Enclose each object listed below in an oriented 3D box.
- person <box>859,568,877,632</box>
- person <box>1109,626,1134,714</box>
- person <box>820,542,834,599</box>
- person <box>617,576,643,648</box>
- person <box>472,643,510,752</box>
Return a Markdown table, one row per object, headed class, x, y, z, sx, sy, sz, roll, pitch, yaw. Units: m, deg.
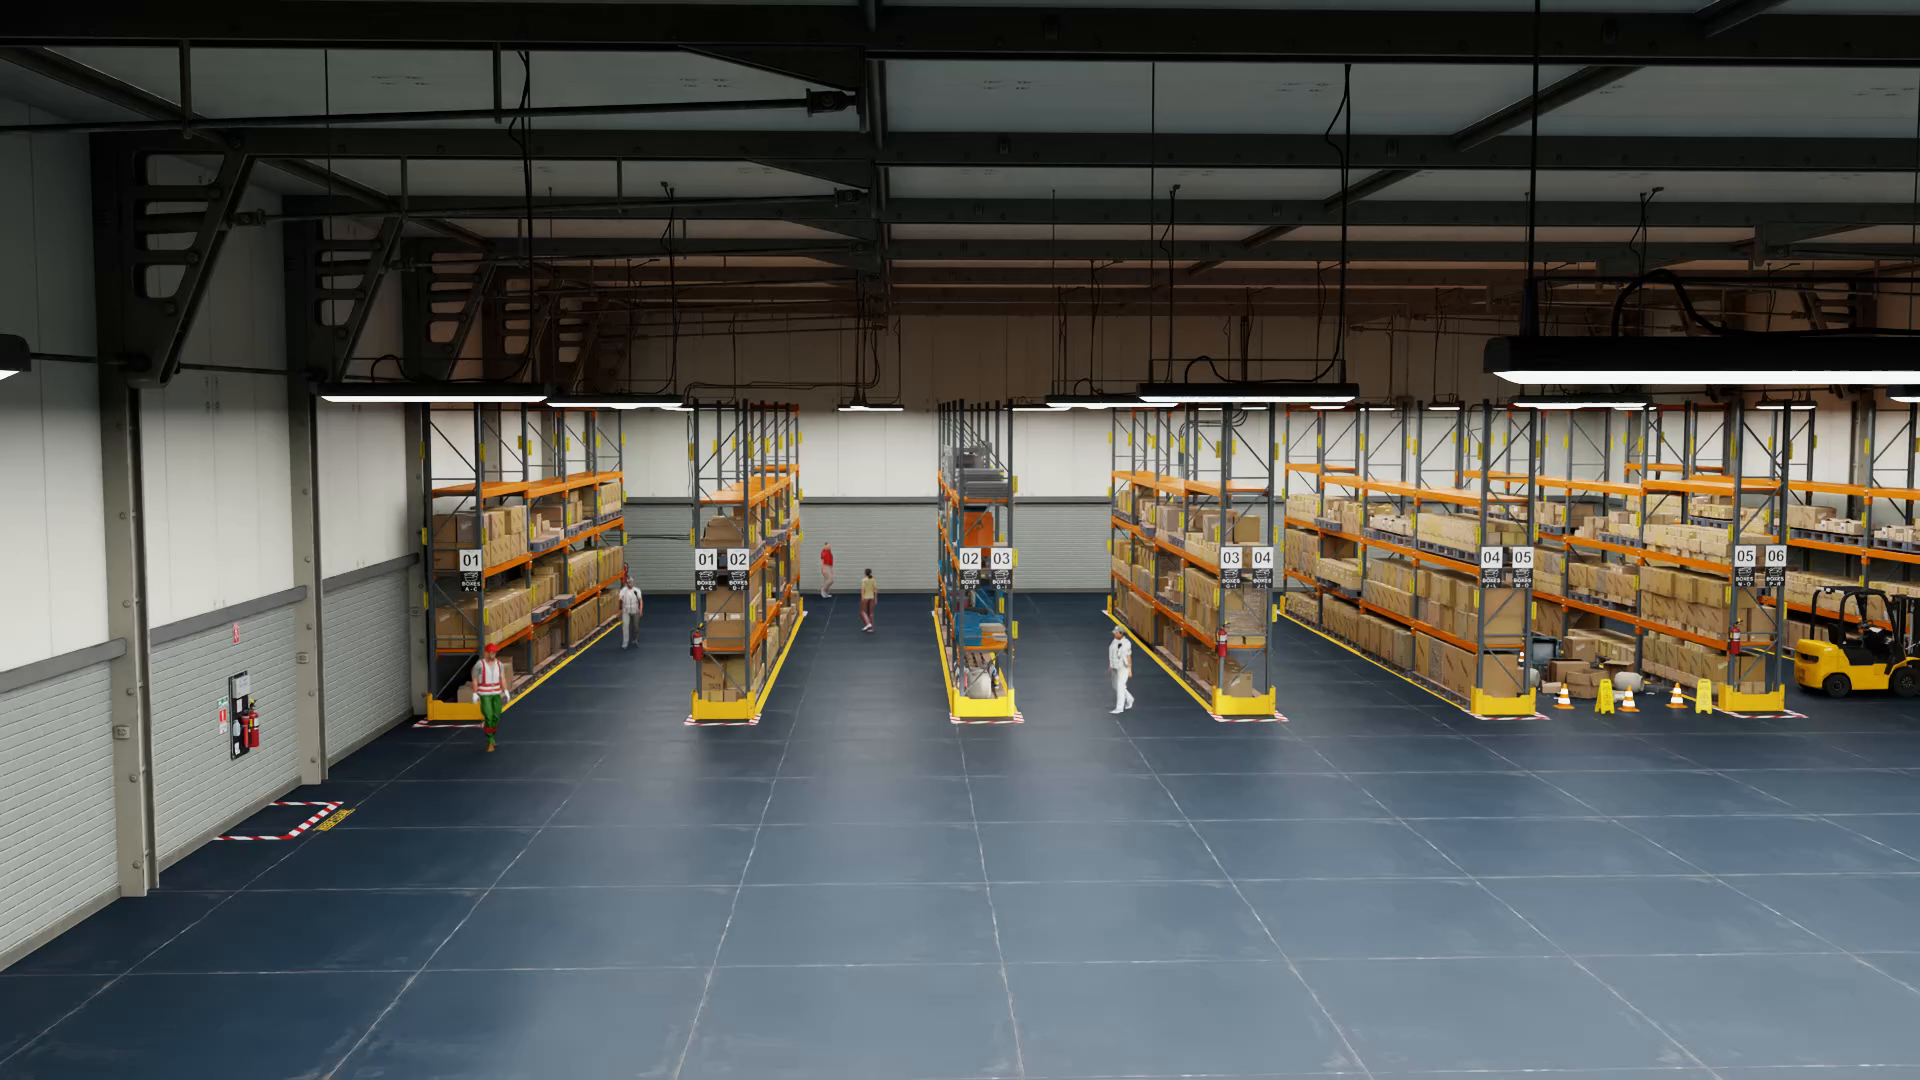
| class | x | y | z | sx | sy | sz | roll | pitch | yaw |
| --- | --- | --- | --- | --- | --- | --- | --- | --- | --- |
| person | -2.378 | 1.575 | 43.633 | 0.469 | 1.675 | 0.485 | -3 | 5 | -34 |
| person | 3.122 | 2.466 | 31.986 | 0.730 | 1.648 | 0.466 | -3 | 5 | -30 |
| person | -4.130 | 0.935 | 51.671 | 0.438 | 1.748 | 0.560 | 0 | 4 | 1 |
| person | -8.103 | 1.742 | 40.783 | 0.627 | 1.705 | 1.062 | -1 | 4 | -11 |
| person | -7.990 | 2.695 | 28.416 | 0.565 | 1.836 | 0.583 | -4 | 6 | -43 |
